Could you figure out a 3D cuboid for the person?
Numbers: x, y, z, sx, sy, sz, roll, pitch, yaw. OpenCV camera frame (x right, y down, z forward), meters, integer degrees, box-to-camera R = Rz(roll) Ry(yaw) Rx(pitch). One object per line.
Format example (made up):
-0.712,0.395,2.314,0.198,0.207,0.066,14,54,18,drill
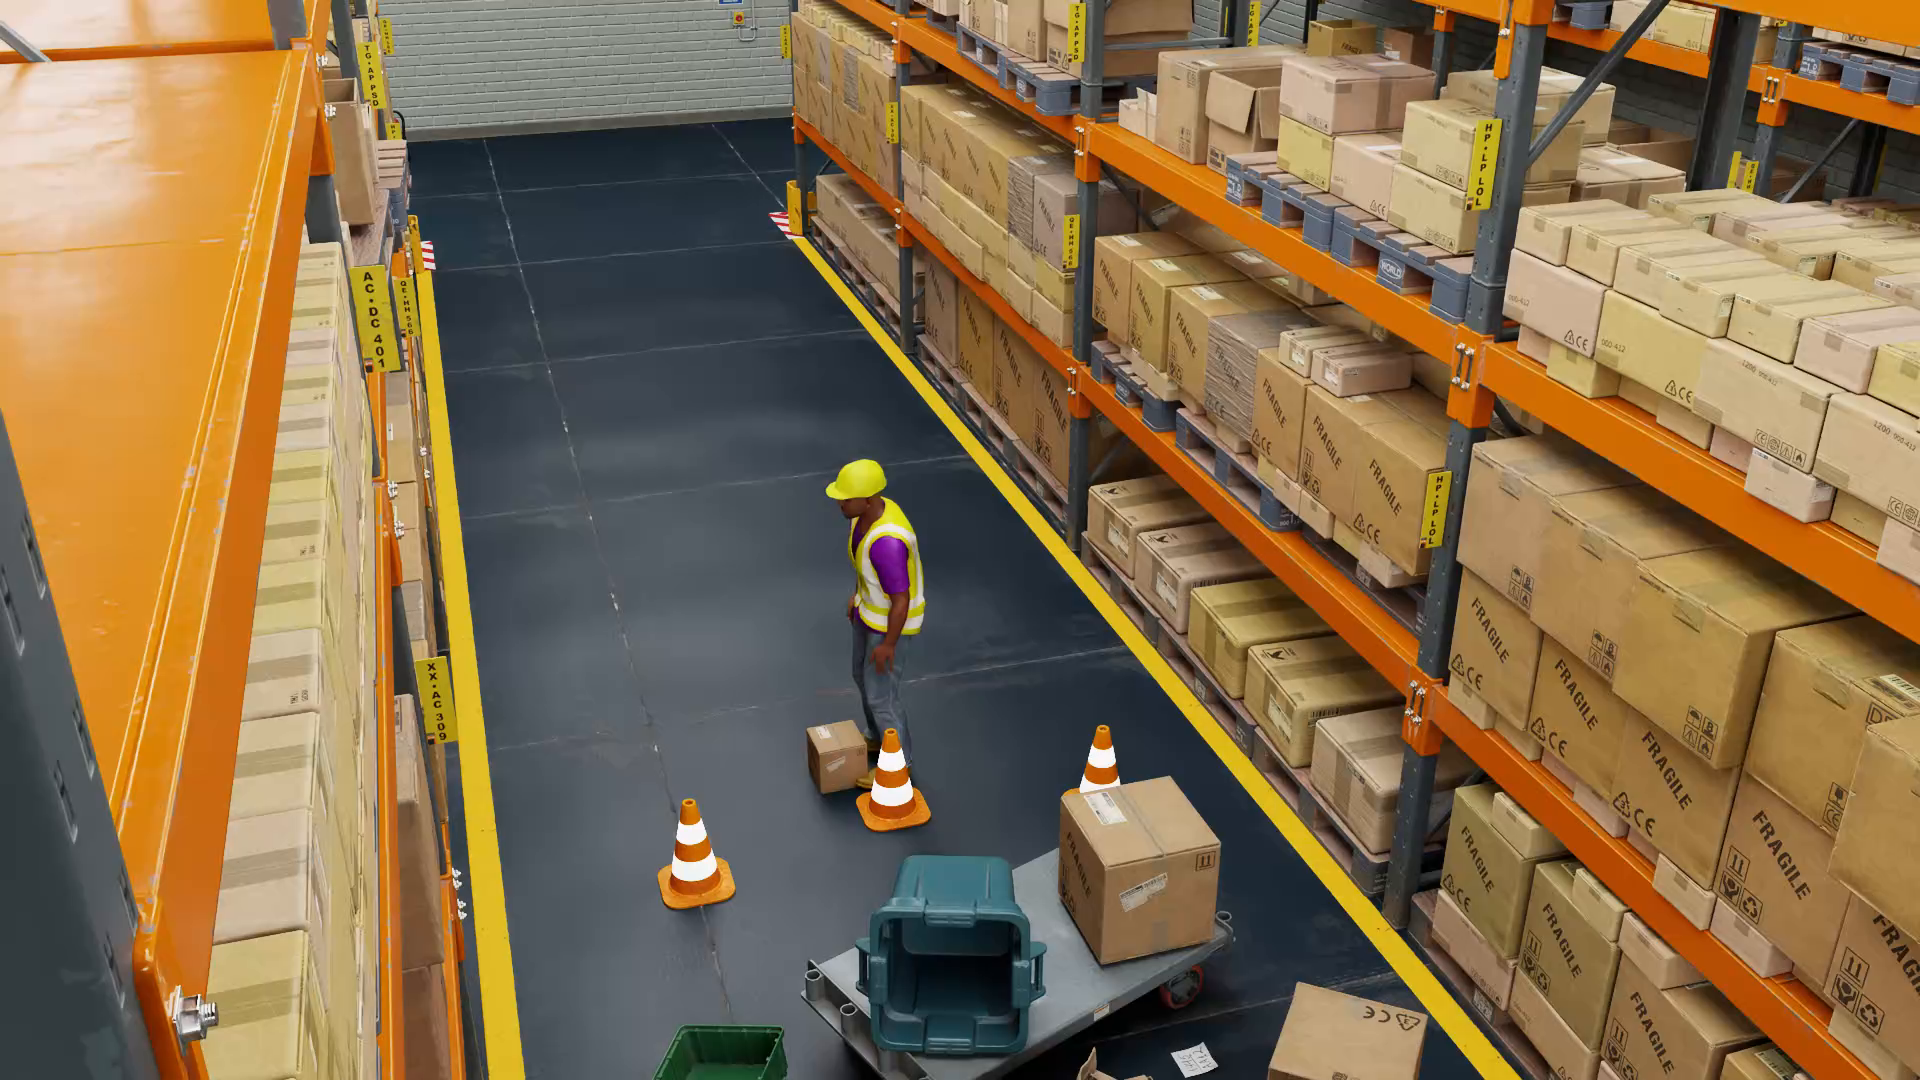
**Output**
-0.419,0.399,8.285,0.457,1.757,0.628,-8,27,-16,person
